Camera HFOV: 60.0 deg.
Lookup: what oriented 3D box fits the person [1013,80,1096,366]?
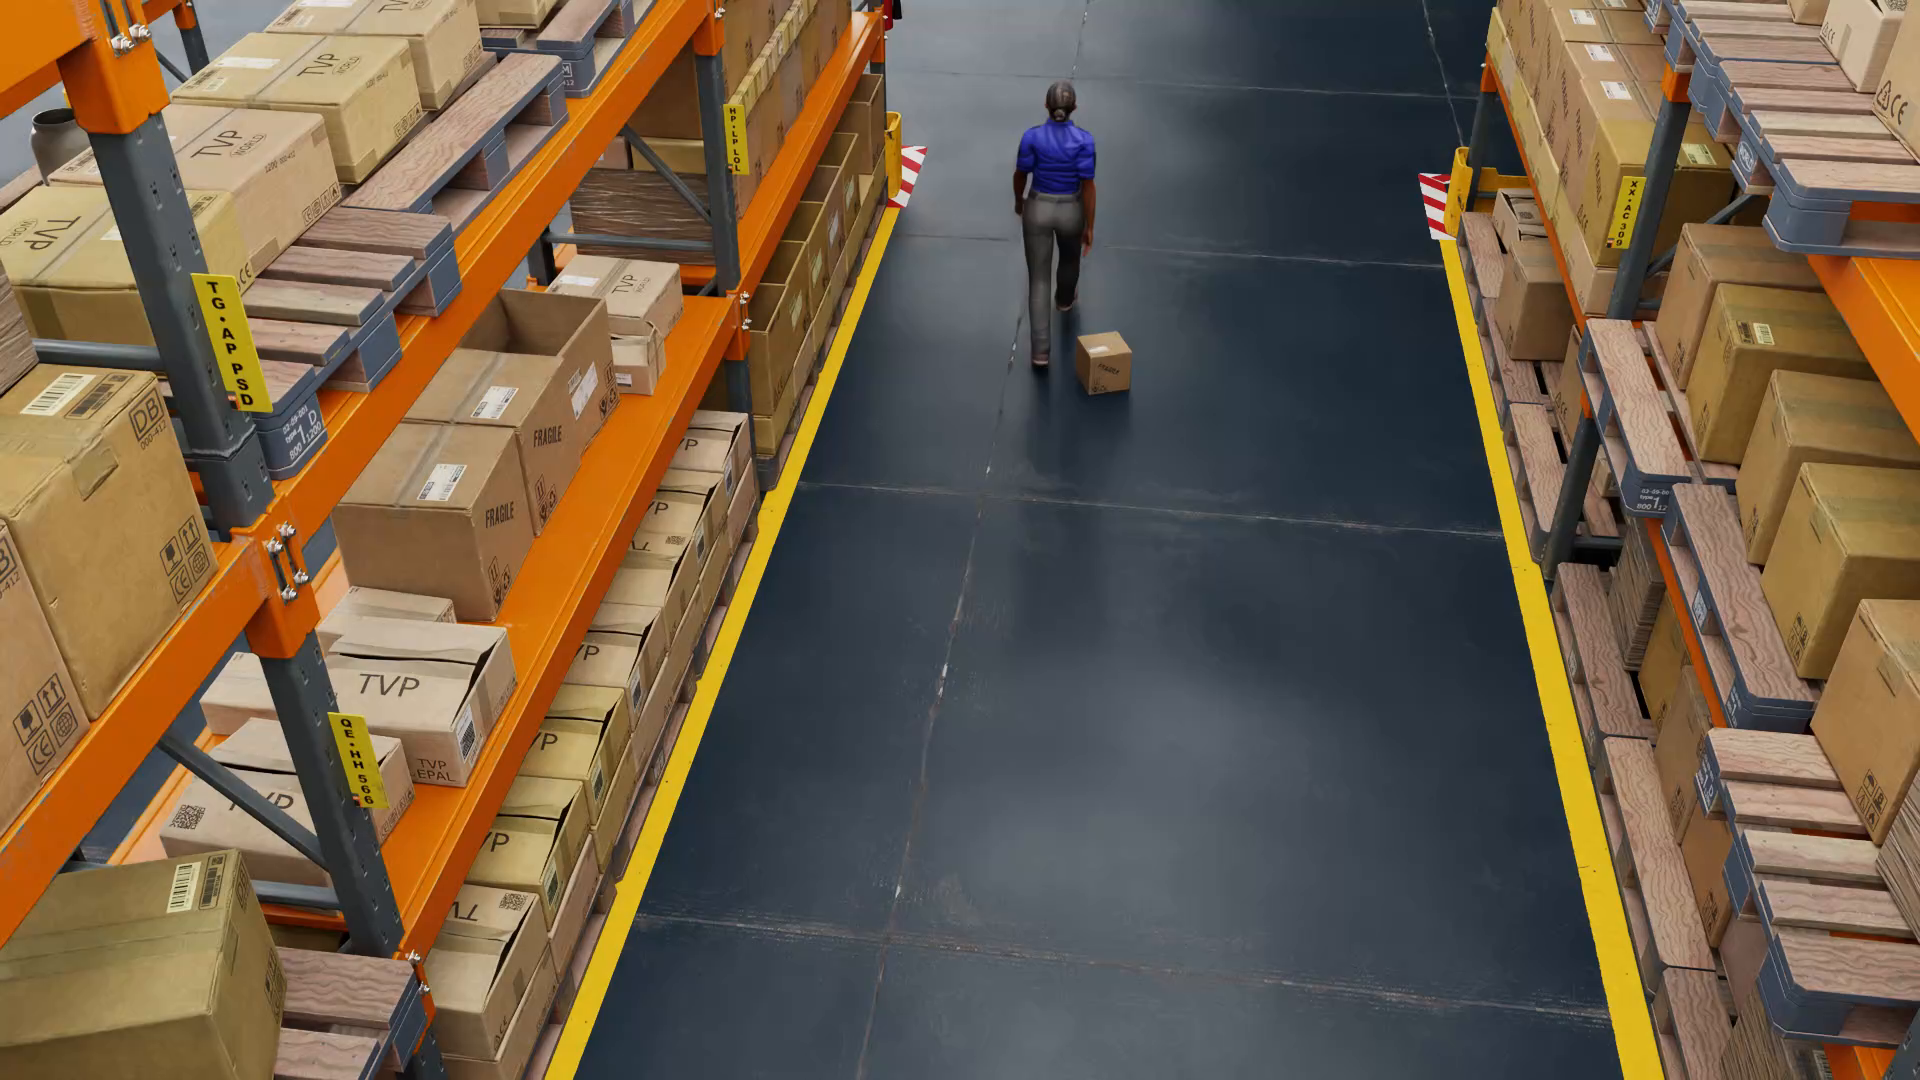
[{"bbox_3d":[0.537,-1.917,9.625,0.466,1.591,1.005,0,36,0],"label":"person"}]
